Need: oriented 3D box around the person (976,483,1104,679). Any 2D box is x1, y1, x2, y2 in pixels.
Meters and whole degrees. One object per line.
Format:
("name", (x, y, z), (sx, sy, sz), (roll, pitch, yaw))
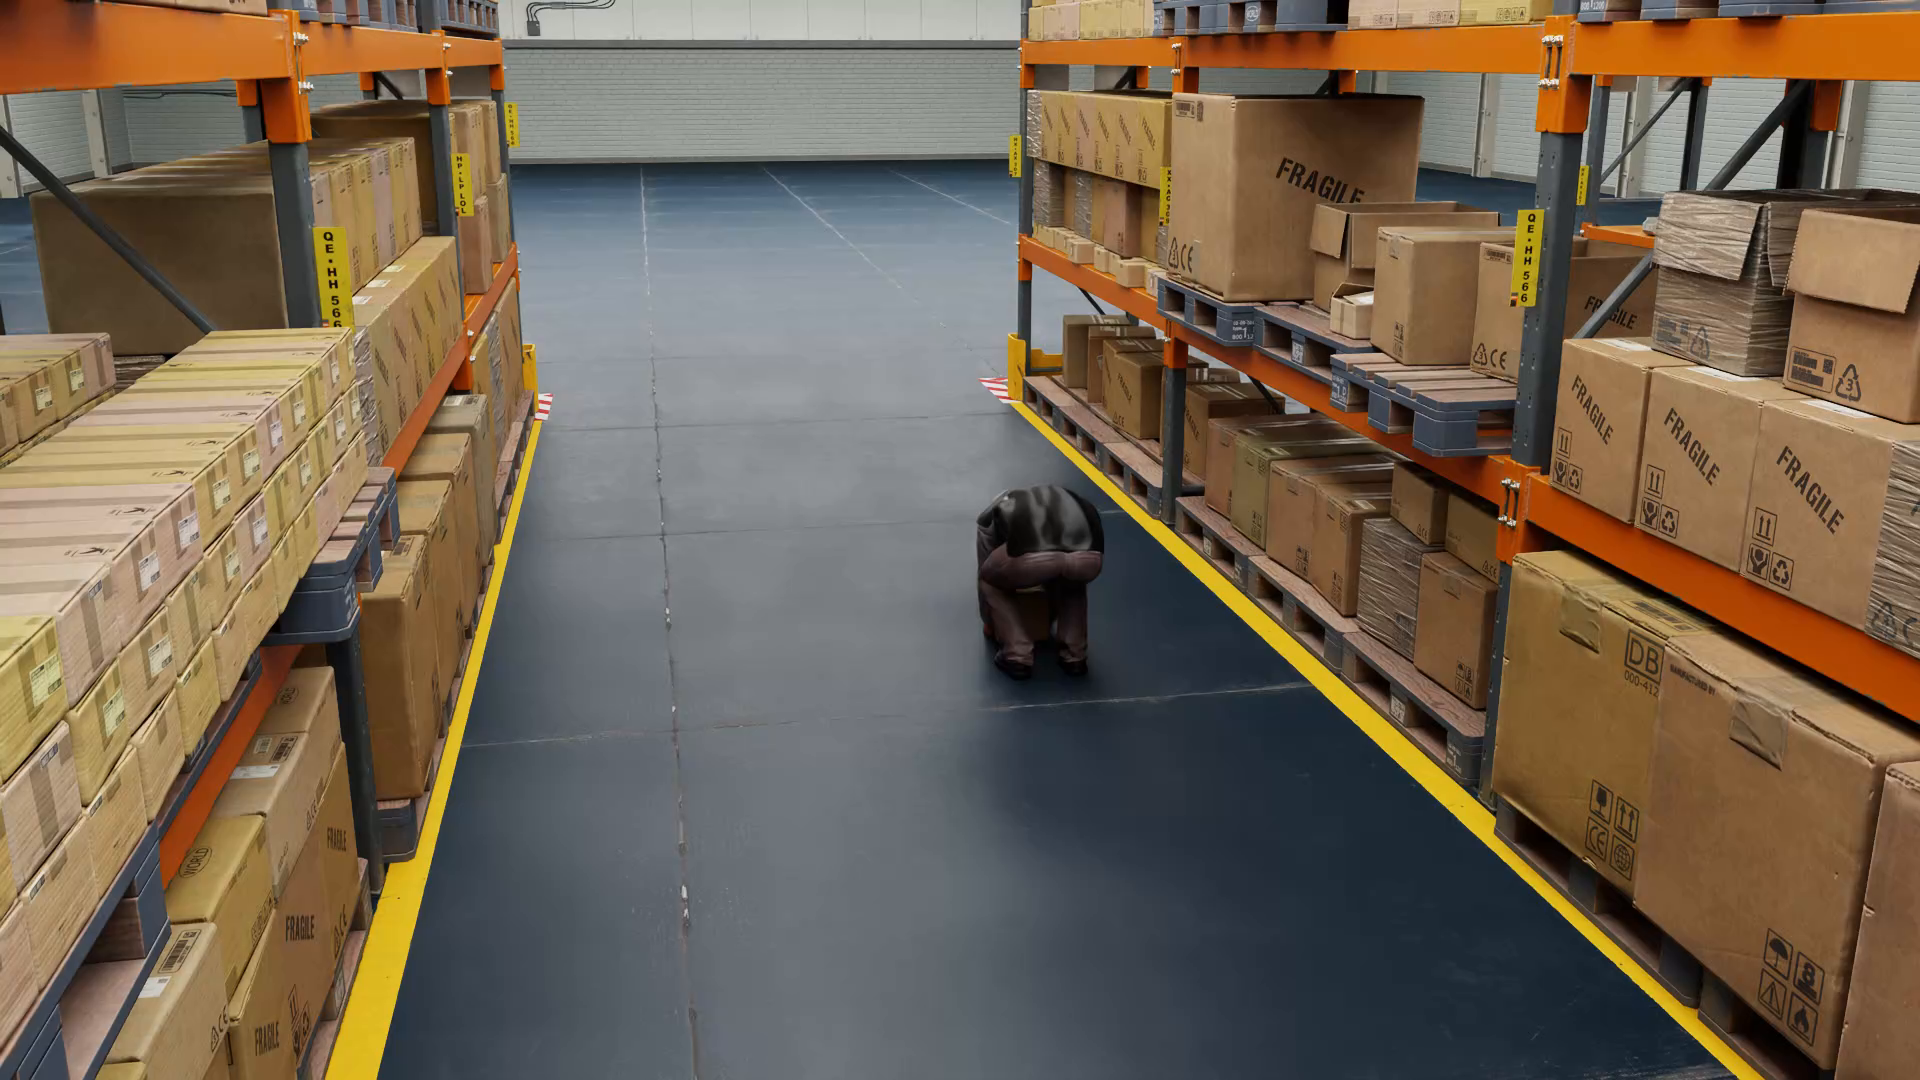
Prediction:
("person", (0.340, 0.141, 7.675), (0.517, 0.871, 0.953), (-4, 17, -12))
